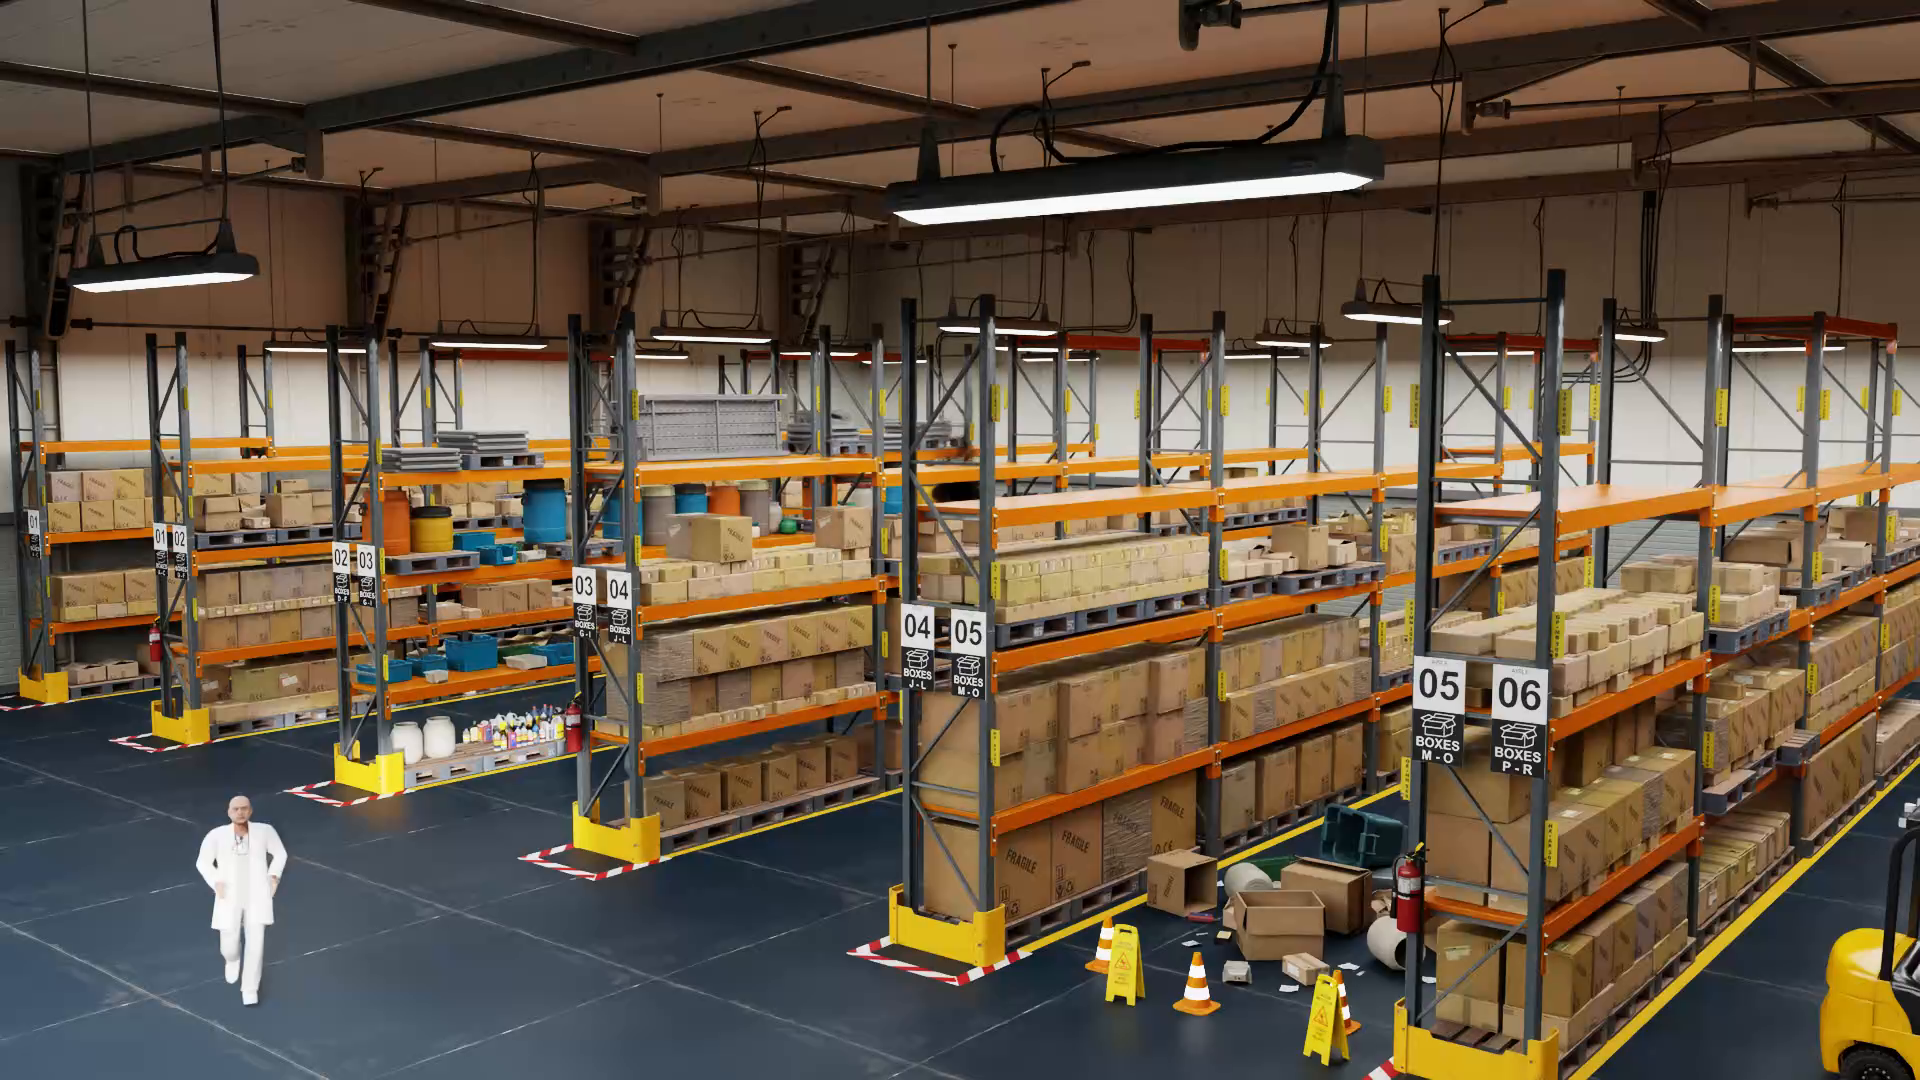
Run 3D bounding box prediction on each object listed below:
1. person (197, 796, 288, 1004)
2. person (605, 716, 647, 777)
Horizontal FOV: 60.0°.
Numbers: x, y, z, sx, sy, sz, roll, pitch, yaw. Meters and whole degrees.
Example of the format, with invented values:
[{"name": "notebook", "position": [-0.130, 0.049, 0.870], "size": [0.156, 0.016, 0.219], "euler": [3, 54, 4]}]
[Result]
[{"name": "person", "position": [-6.095, 3.029, 14.158], "size": [0.713, 1.727, 0.707], "euler": [-2, 6, -25]}, {"name": "person", "position": [-4.060, 2.437, 20.645], "size": [0.680, 1.750, 0.626], "euler": [4, 6, 35]}]
